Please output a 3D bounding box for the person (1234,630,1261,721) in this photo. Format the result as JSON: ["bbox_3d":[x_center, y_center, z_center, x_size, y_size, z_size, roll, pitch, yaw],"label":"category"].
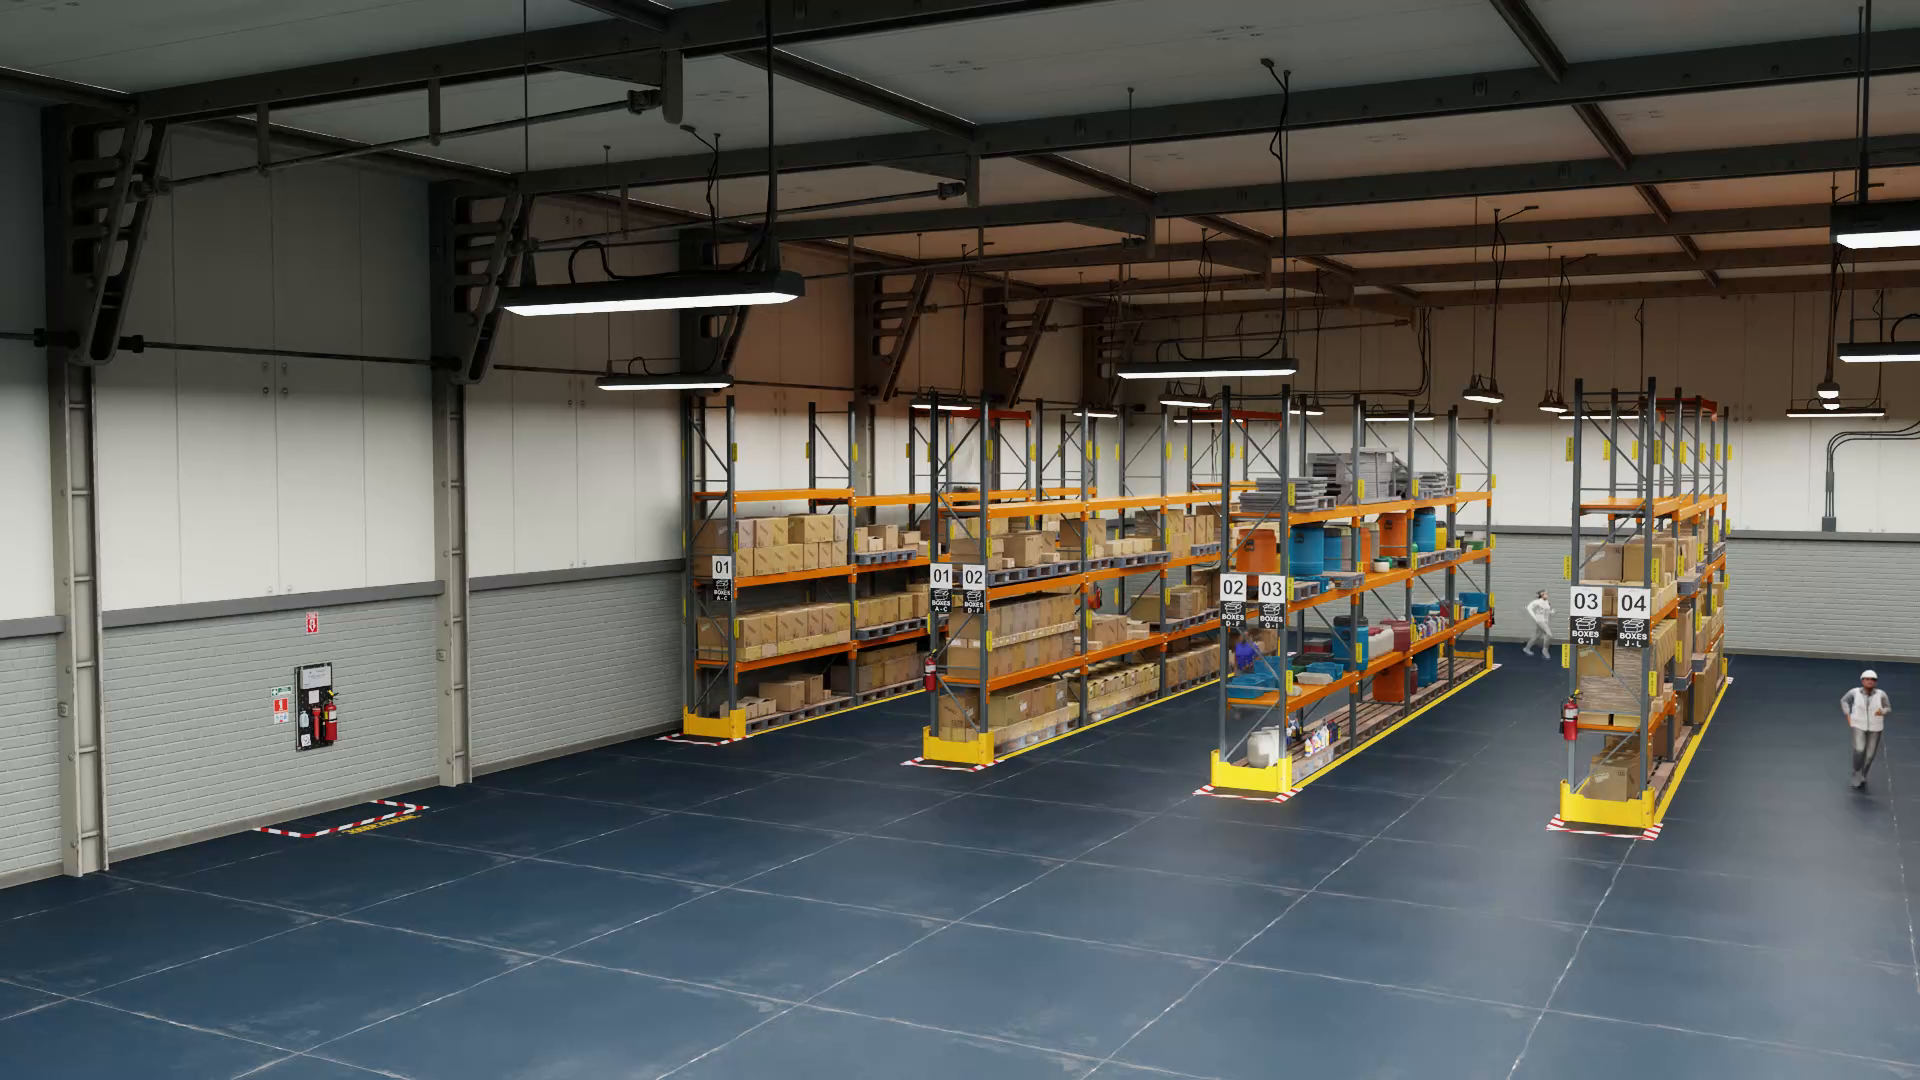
[{"bbox_3d":[5.426,2.544,31.498,0.545,1.650,1.093,1,3,20],"label":"person"}]

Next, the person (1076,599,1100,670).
[{"bbox_3d":[2.823,2.198,36.626,0.626,1.801,1.142,1,3,26],"label":"person"}]

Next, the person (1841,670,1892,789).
[{"bbox_3d":[13.531,2.820,24.818,0.645,1.774,0.757,1,3,19],"label":"person"}]

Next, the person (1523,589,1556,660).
[{"bbox_3d":[14.138,2.039,40.545,0.761,1.740,0.590,3,4,43],"label":"person"}]
